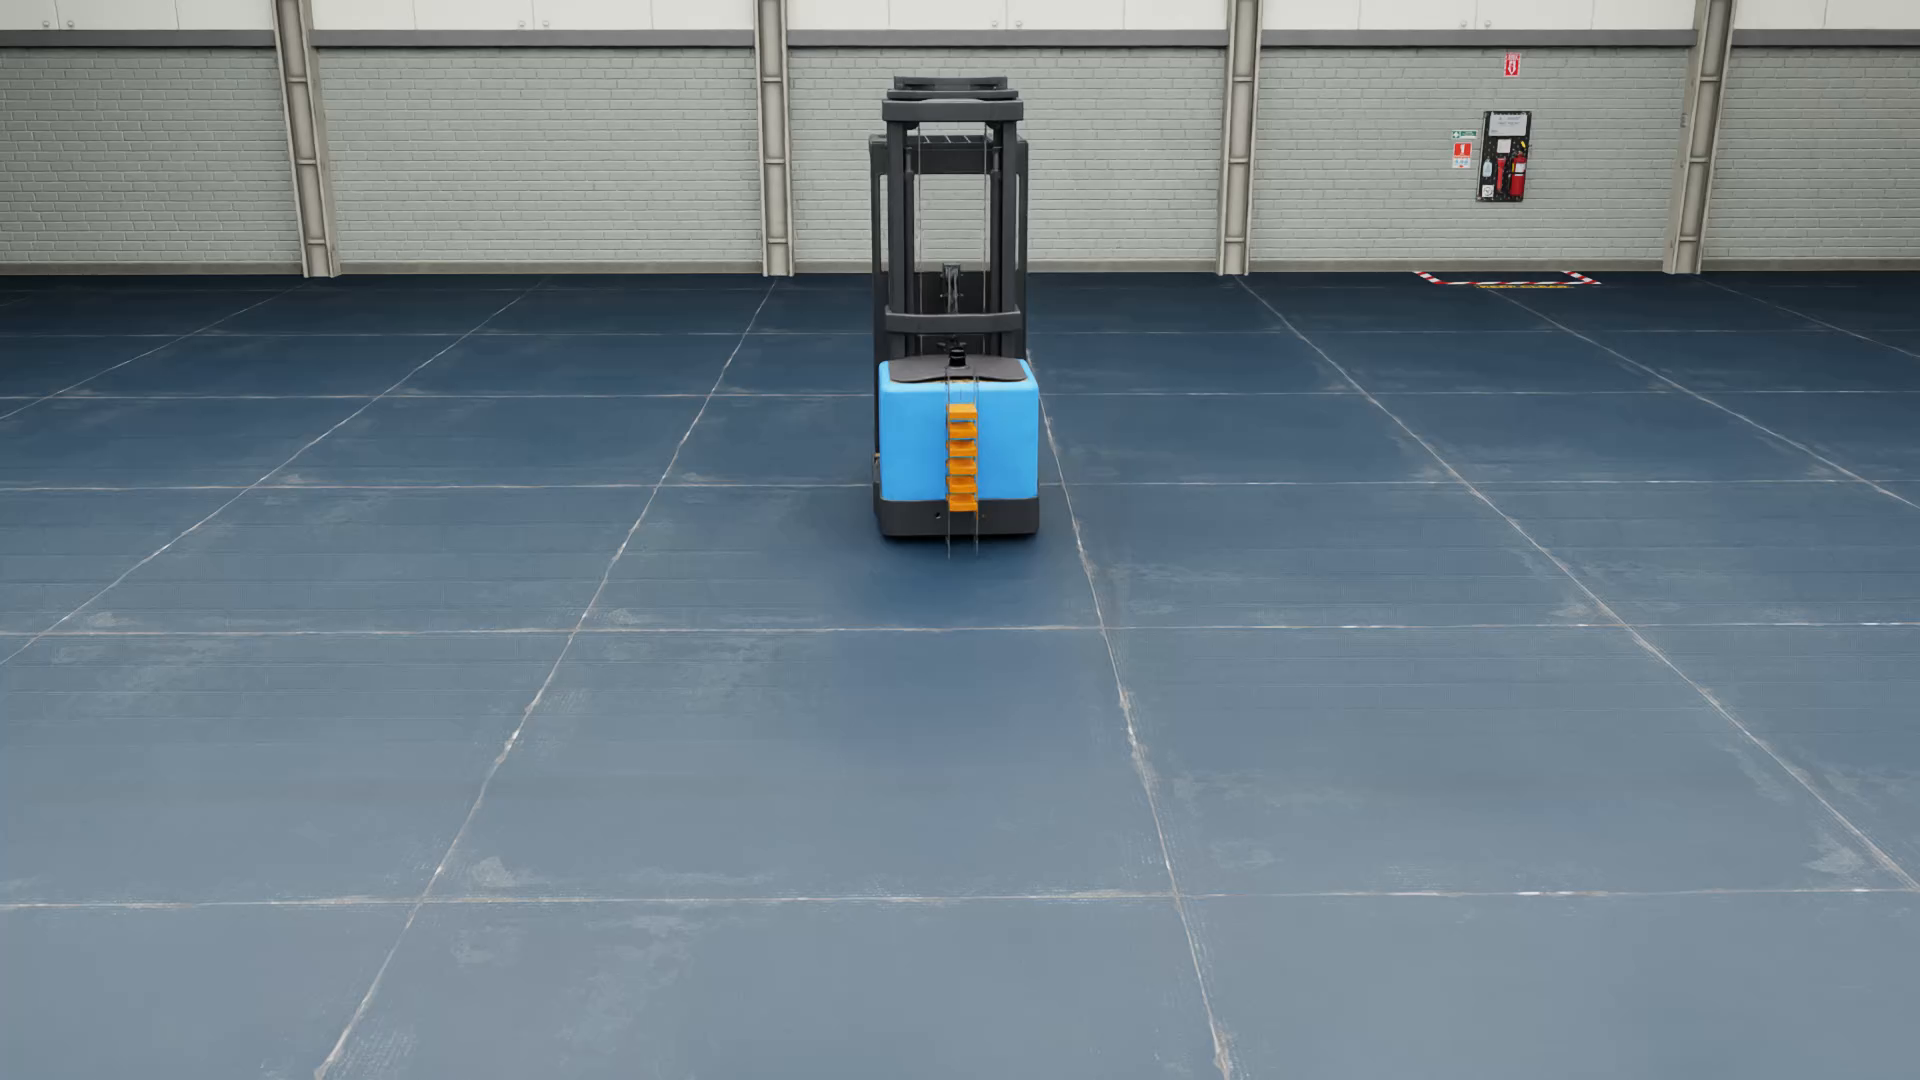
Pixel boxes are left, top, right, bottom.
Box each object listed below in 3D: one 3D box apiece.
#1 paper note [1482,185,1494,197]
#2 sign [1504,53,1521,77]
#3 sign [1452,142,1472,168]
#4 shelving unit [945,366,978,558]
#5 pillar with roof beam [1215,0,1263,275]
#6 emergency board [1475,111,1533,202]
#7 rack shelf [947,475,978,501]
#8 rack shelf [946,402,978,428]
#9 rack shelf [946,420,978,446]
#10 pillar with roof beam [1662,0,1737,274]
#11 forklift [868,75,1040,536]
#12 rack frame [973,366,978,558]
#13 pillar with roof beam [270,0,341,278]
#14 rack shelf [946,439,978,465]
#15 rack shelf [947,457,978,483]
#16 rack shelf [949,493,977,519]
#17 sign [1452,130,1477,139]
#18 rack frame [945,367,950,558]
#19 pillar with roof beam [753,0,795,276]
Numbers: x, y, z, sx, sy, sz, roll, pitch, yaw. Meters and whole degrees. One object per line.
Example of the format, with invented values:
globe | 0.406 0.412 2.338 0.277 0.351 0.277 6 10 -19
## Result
paper note | 6.958 -4.597 21.910 0.142 0.148 0.016 0 18 -1
sign | 7.126 -6.131 21.453 0.199 0.298 0.001 0 18 -1
sign | 6.582 -5.042 21.797 0.234 0.329 0.001 0 18 -1
shelving unit | 0.011 -0.491 10.615 0.189 1.200 0.258 -2 18 -5
pillar with roof beam | 3.676 -6.510 16.608 0.400 9.000 9.100 0 18 -1
emergency board | 7.136 -4.997 21.713 0.643 1.169 0.194 0 18 -1
rack shelf | 0.011 -0.335 10.665 0.180 0.103 0.258 -2 18 -5
rack shelf | 0.011 -0.792 10.519 0.180 0.103 0.258 -2 18 -5
rack shelf | 0.011 -0.678 10.556 0.180 0.103 0.258 -2 18 -5
pillar with roof beam | 9.676 -6.539 16.698 0.400 9.000 9.100 0 18 -1
forklift | -0.090 -1.822 11.928 1.130 2.935 3.031 -1 18 -4
rack frame | 0.102 -0.494 10.623 0.006 1.200 0.240 -2 18 -5
pillar with roof beam | -8.322 -6.452 16.428 0.400 9.000 9.100 0 18 -1
rack shelf | 0.011 -0.563 10.592 0.180 0.103 0.258 -2 18 -5
rack shelf | 0.011 -0.449 10.629 0.180 0.103 0.258 -2 18 -5
rack shelf | 0.011 -0.221 10.702 0.180 0.103 0.258 -2 18 -5
sign | 6.586 -5.292 21.708 0.331 0.109 0.001 0 18 -1
rack frame | -0.081 -0.489 10.608 0.006 1.200 0.240 -2 18 -5
pillar with roof beam | -2.323 -6.481 16.518 0.400 9.000 9.100 0 18 -1
